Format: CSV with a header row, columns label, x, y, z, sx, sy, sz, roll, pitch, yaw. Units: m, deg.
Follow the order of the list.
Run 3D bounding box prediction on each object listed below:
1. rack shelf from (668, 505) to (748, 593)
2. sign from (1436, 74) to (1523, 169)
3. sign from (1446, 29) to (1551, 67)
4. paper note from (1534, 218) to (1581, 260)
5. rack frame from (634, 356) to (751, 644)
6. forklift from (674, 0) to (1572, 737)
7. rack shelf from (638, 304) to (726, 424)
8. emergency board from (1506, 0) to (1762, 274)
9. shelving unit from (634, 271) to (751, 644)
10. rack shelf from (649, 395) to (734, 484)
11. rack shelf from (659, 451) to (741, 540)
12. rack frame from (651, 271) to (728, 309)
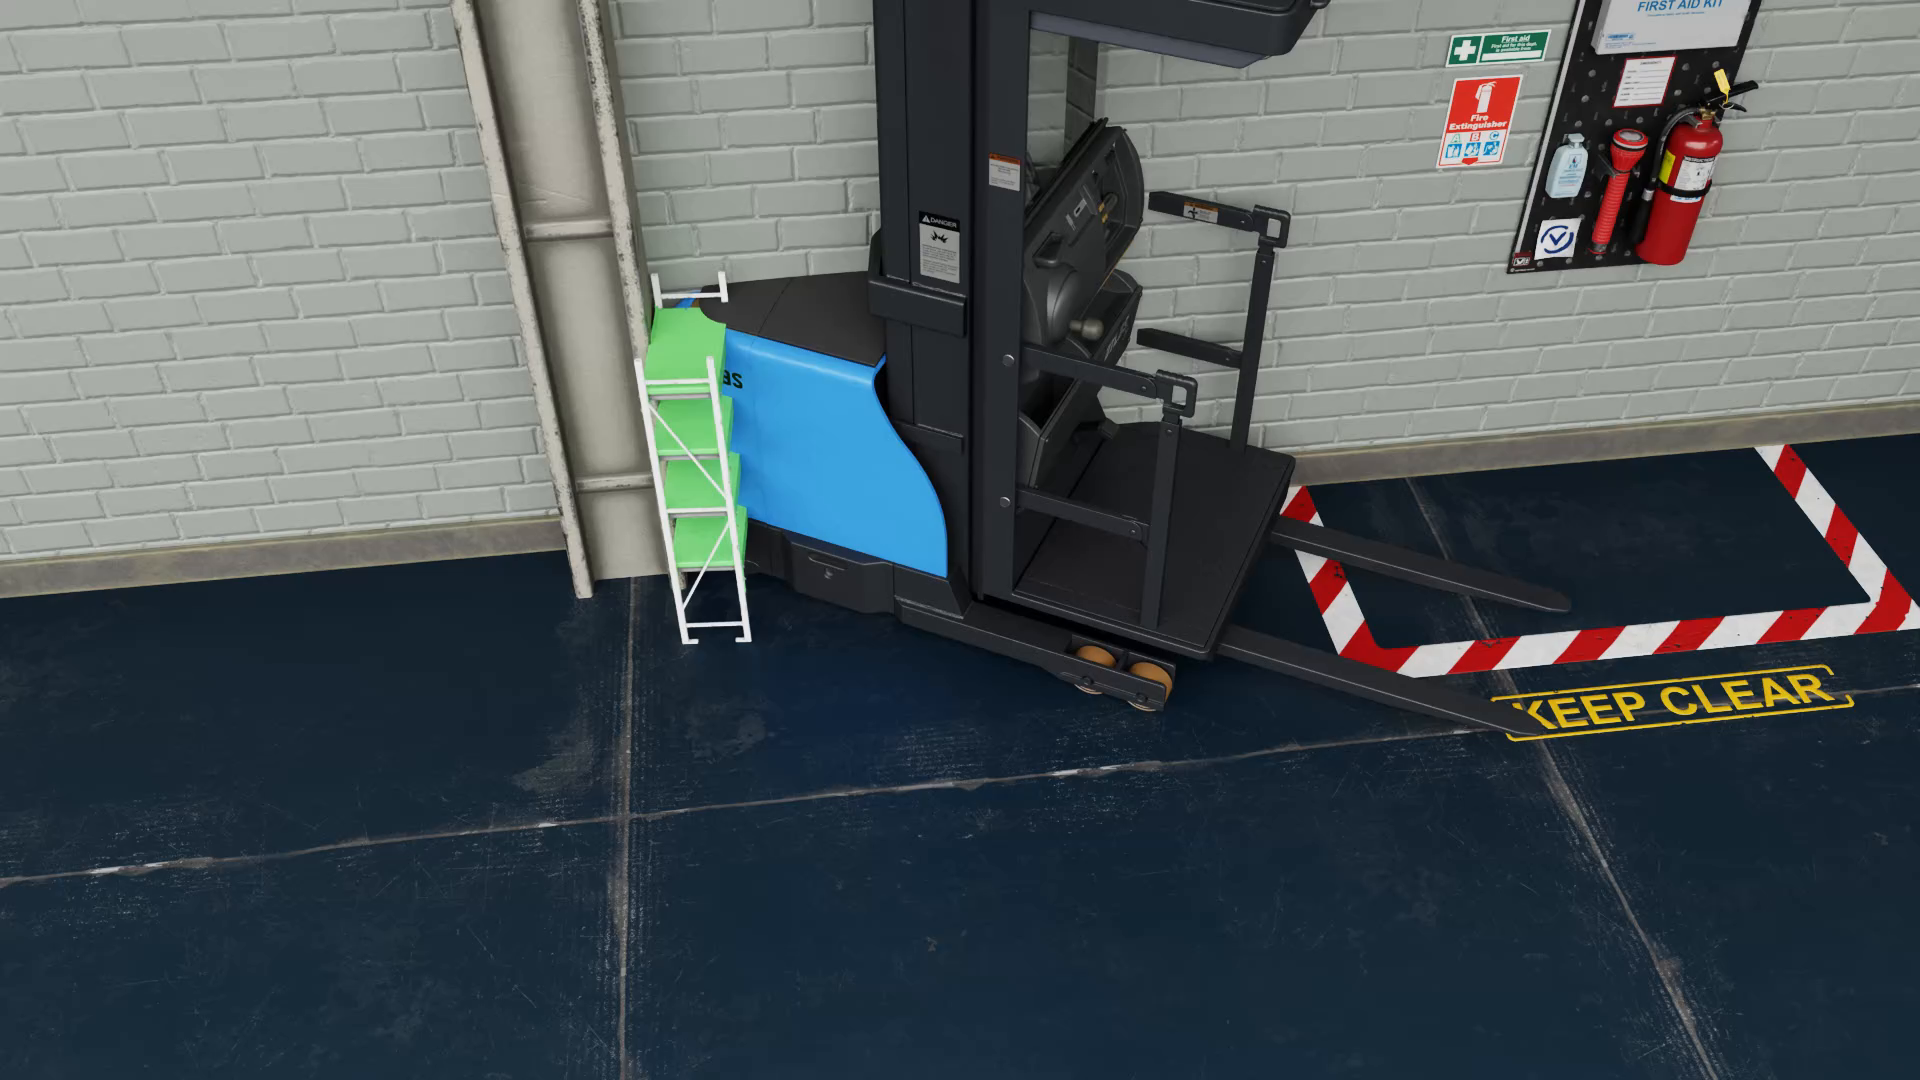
label,x,y,z,sx,sy,sz,roll,pitch,yaw
rack shelf,-0.867,-0.026,5.838,0.258,0.148,0.480,-2,41,-1
sign,1.722,-1.388,5.522,0.234,0.329,0.001,-5,42,-6
sign,1.728,-1.579,5.339,0.331,0.109,0.001,-5,42,-6
paper note,2.100,-1.057,5.840,0.142,0.148,0.016,-5,42,-6
rack frame,-0.862,-0.097,5.454,0.240,1.200,0.015,-2,41,-1
forklift,0.573,-0.920,5.081,3.031,2.935,1.130,16,45,17
rack shelf,-0.877,-0.571,5.367,0.258,0.148,0.480,-2,41,-1
emergency board,2.284,-1.354,5.511,0.643,1.169,0.194,-5,42,-6
shelving unit,-0.871,-0.256,5.639,0.258,1.200,0.503,-2,41,-1
rack shelf,-0.874,-0.390,5.524,0.258,0.148,0.480,-2,41,-1
rack shelf,-0.870,-0.208,5.681,0.258,0.148,0.480,-2,41,-1
rack frame,-0.880,-0.416,5.824,0.240,1.200,0.015,-2,41,-1
